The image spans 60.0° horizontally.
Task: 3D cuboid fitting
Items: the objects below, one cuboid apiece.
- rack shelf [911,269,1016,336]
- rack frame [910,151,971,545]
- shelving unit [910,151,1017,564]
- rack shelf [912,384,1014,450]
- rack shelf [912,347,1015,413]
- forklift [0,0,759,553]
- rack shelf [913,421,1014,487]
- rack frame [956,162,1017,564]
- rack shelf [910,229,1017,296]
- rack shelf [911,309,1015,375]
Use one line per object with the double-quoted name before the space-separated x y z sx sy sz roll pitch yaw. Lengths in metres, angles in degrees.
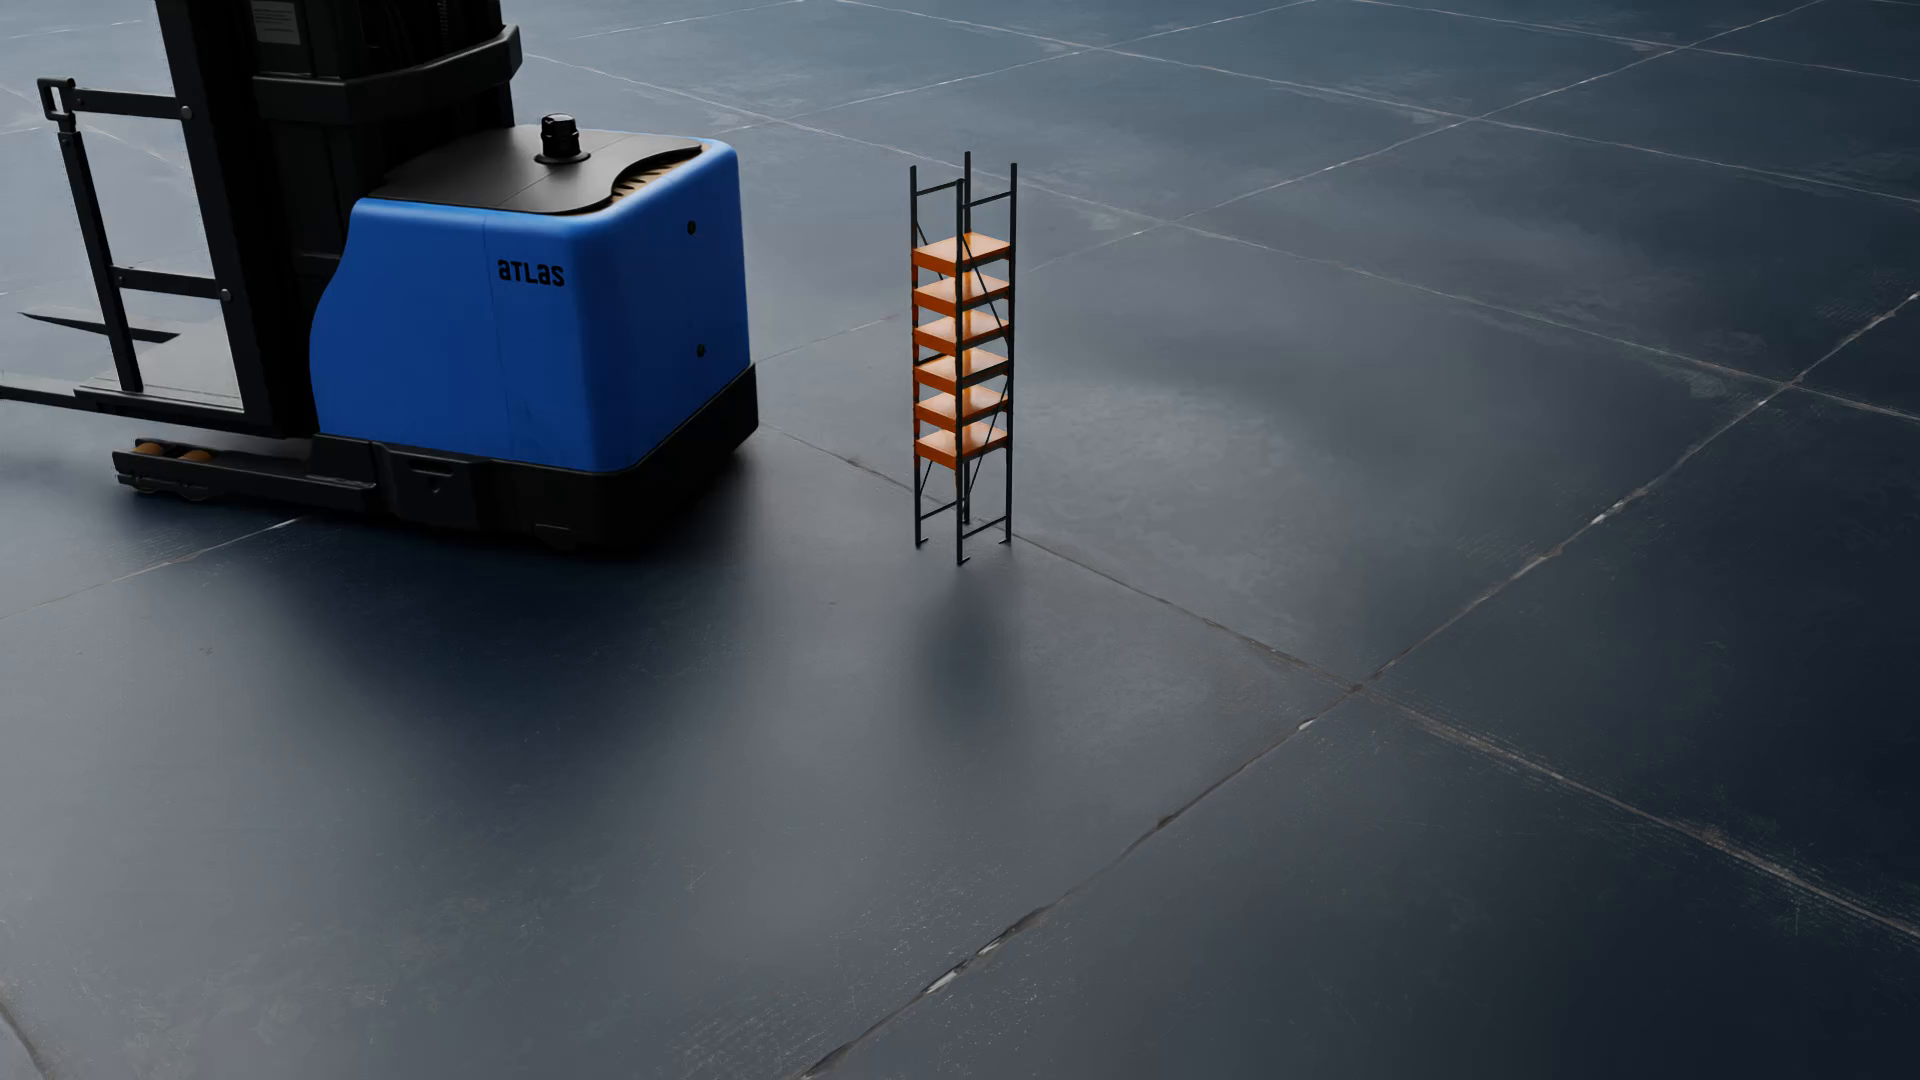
"rack shelf" 0.010 -0.699 4.871 0.180 0.103 0.258 25 36 38
"rack frame" -0.055 -0.556 5.019 0.006 1.200 0.240 25 36 38
"shelving unit" 0.010 -0.526 4.962 0.189 1.200 0.258 25 36 38
"rack shelf" 0.010 -0.381 5.038 0.180 0.103 0.258 25 36 38
"rack shelf" 0.010 -0.487 4.982 0.180 0.103 0.258 25 36 38
"forklift" -2.284 -1.648 5.235 3.031 2.935 1.130 8 29 16
"rack shelf" 0.010 -0.275 5.094 0.180 0.103 0.258 25 36 38
"rack frame" 0.076 -0.496 4.905 0.006 1.200 0.240 25 36 38
"rack shelf" 0.010 -0.806 4.815 0.180 0.103 0.258 25 36 38
"rack shelf" 0.010 -0.593 4.927 0.180 0.103 0.258 25 36 38
